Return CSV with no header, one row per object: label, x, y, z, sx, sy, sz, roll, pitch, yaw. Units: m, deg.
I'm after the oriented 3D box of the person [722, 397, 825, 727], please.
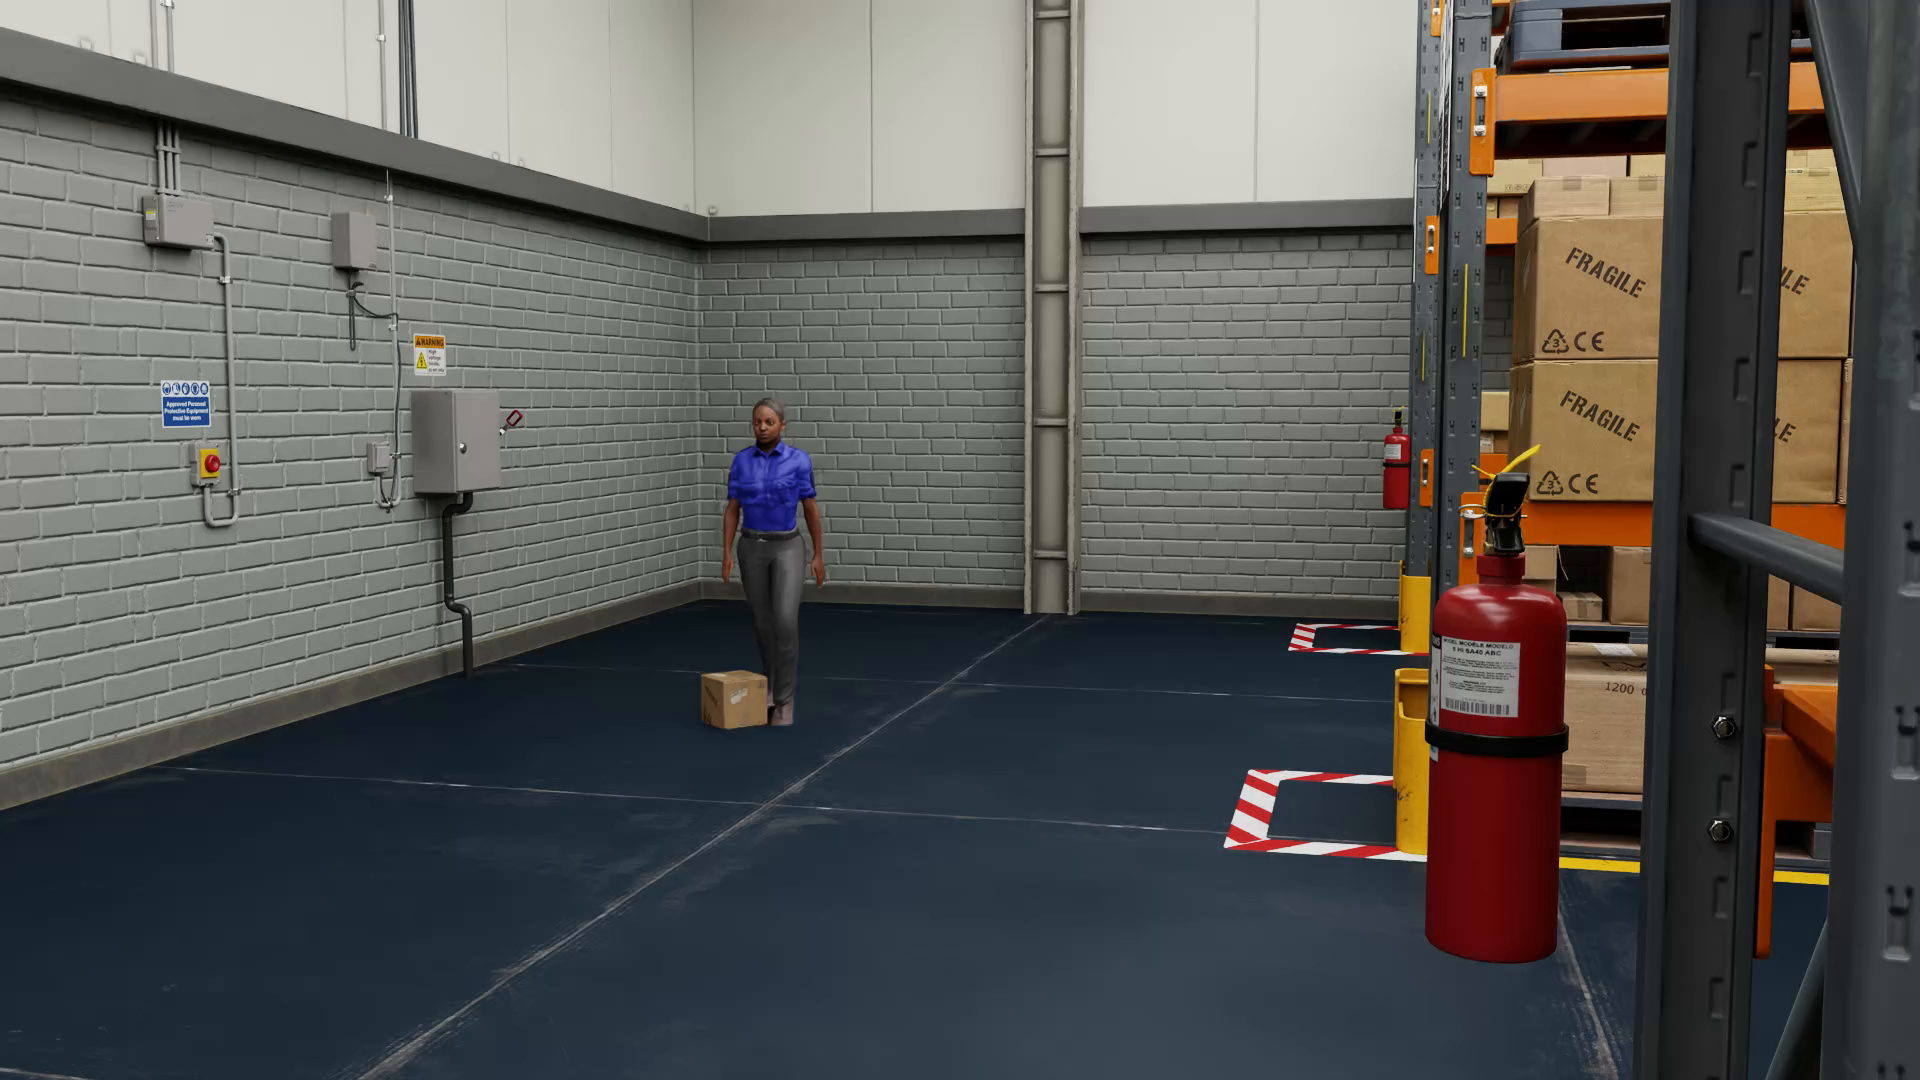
person,-0.962,0.130,8.633,0.504,1.734,0.581,1,5,10
